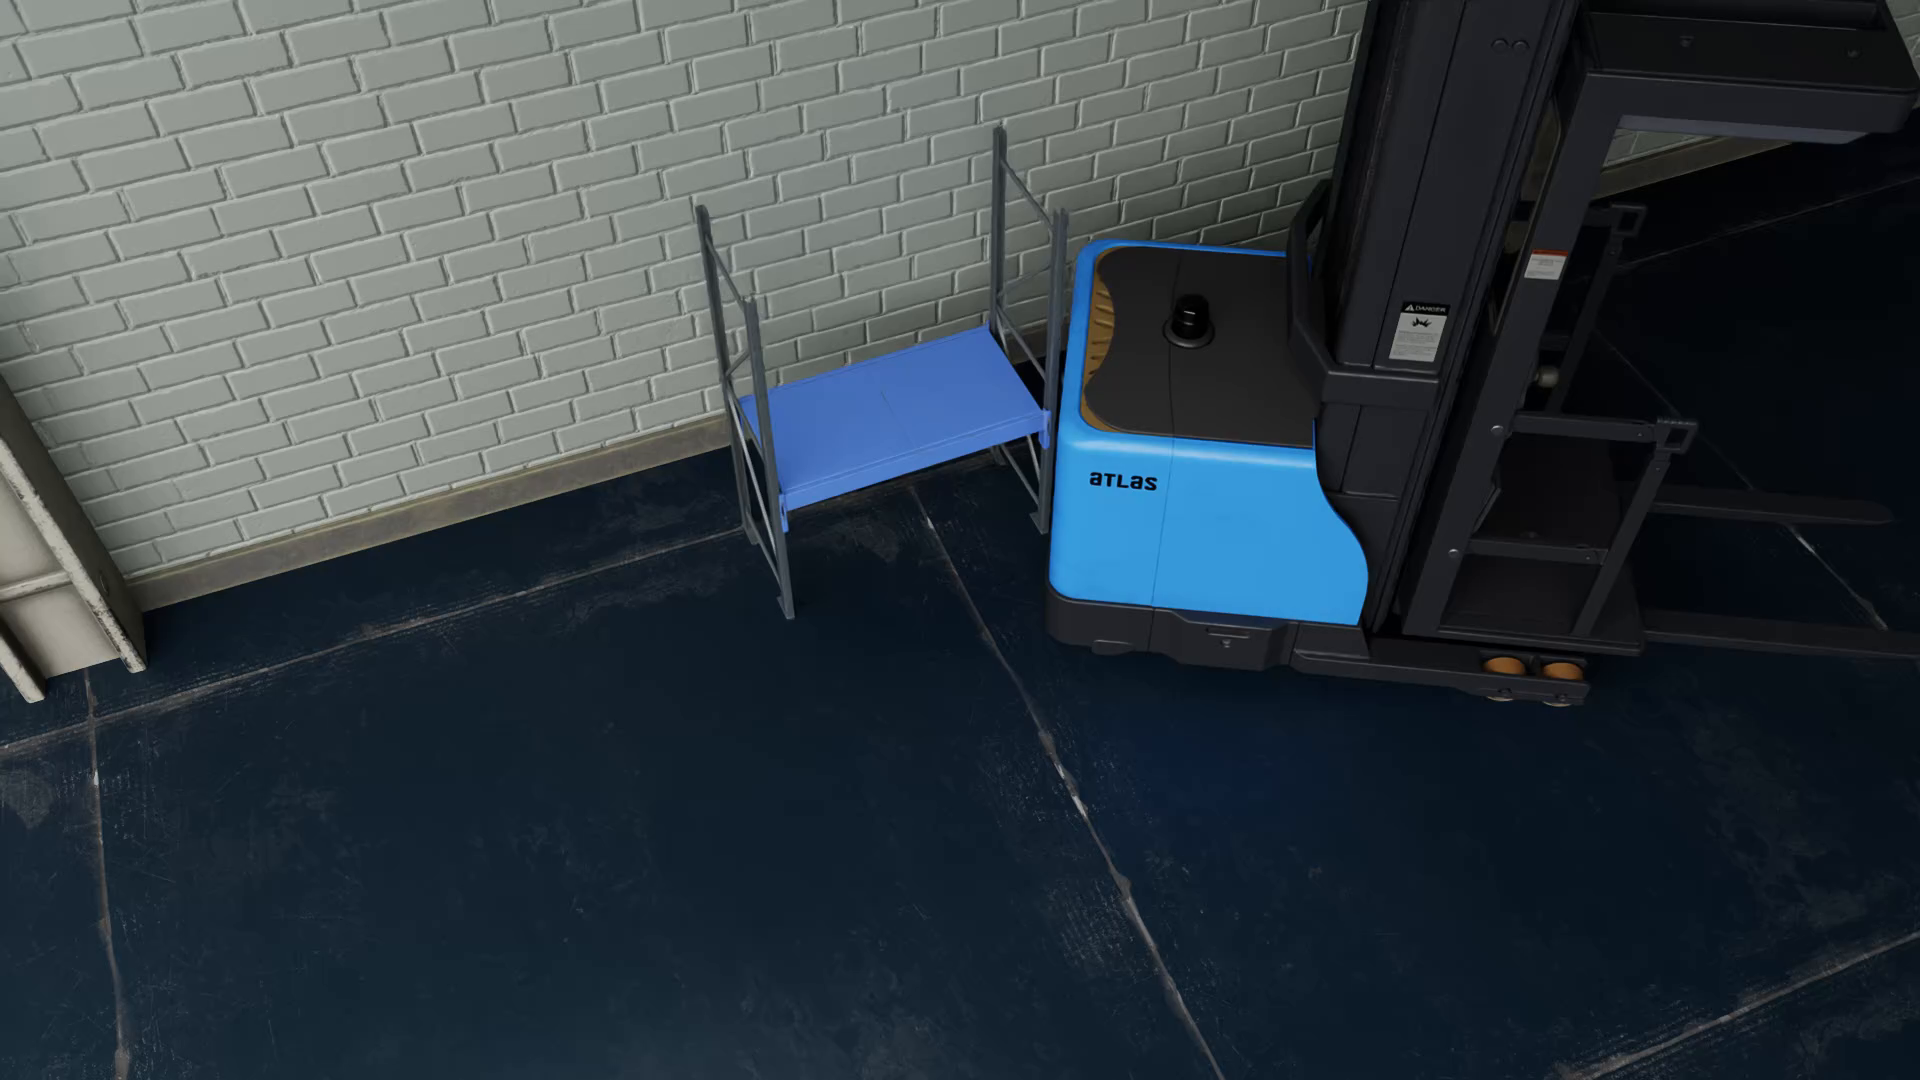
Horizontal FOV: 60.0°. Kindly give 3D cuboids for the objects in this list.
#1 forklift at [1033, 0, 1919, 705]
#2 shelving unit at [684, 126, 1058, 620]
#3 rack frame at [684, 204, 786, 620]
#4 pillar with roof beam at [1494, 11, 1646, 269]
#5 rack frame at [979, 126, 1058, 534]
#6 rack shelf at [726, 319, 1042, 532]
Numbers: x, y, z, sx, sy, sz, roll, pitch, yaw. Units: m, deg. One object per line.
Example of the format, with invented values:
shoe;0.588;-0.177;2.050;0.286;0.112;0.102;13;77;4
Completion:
forklift;1.814;-0.812;5.016;3.031;2.935;1.130;5;50;4
shelving unit;-0.277;-0.533;5.719;1.048;1.500;0.538;-18;52;-15
rack frame;-0.742;-0.378;5.586;0.032;1.500;0.500;-18;52;-15
pillar with roof beam;4.077;-1.227;1.372;0.400;9.000;9.100;-17;52;-14
rack frame;0.188;-0.689;5.853;0.032;1.500;0.500;-18;52;-15
rack shelf;-0.277;-0.416;5.856;1.000;0.185;0.538;-18;52;-15
